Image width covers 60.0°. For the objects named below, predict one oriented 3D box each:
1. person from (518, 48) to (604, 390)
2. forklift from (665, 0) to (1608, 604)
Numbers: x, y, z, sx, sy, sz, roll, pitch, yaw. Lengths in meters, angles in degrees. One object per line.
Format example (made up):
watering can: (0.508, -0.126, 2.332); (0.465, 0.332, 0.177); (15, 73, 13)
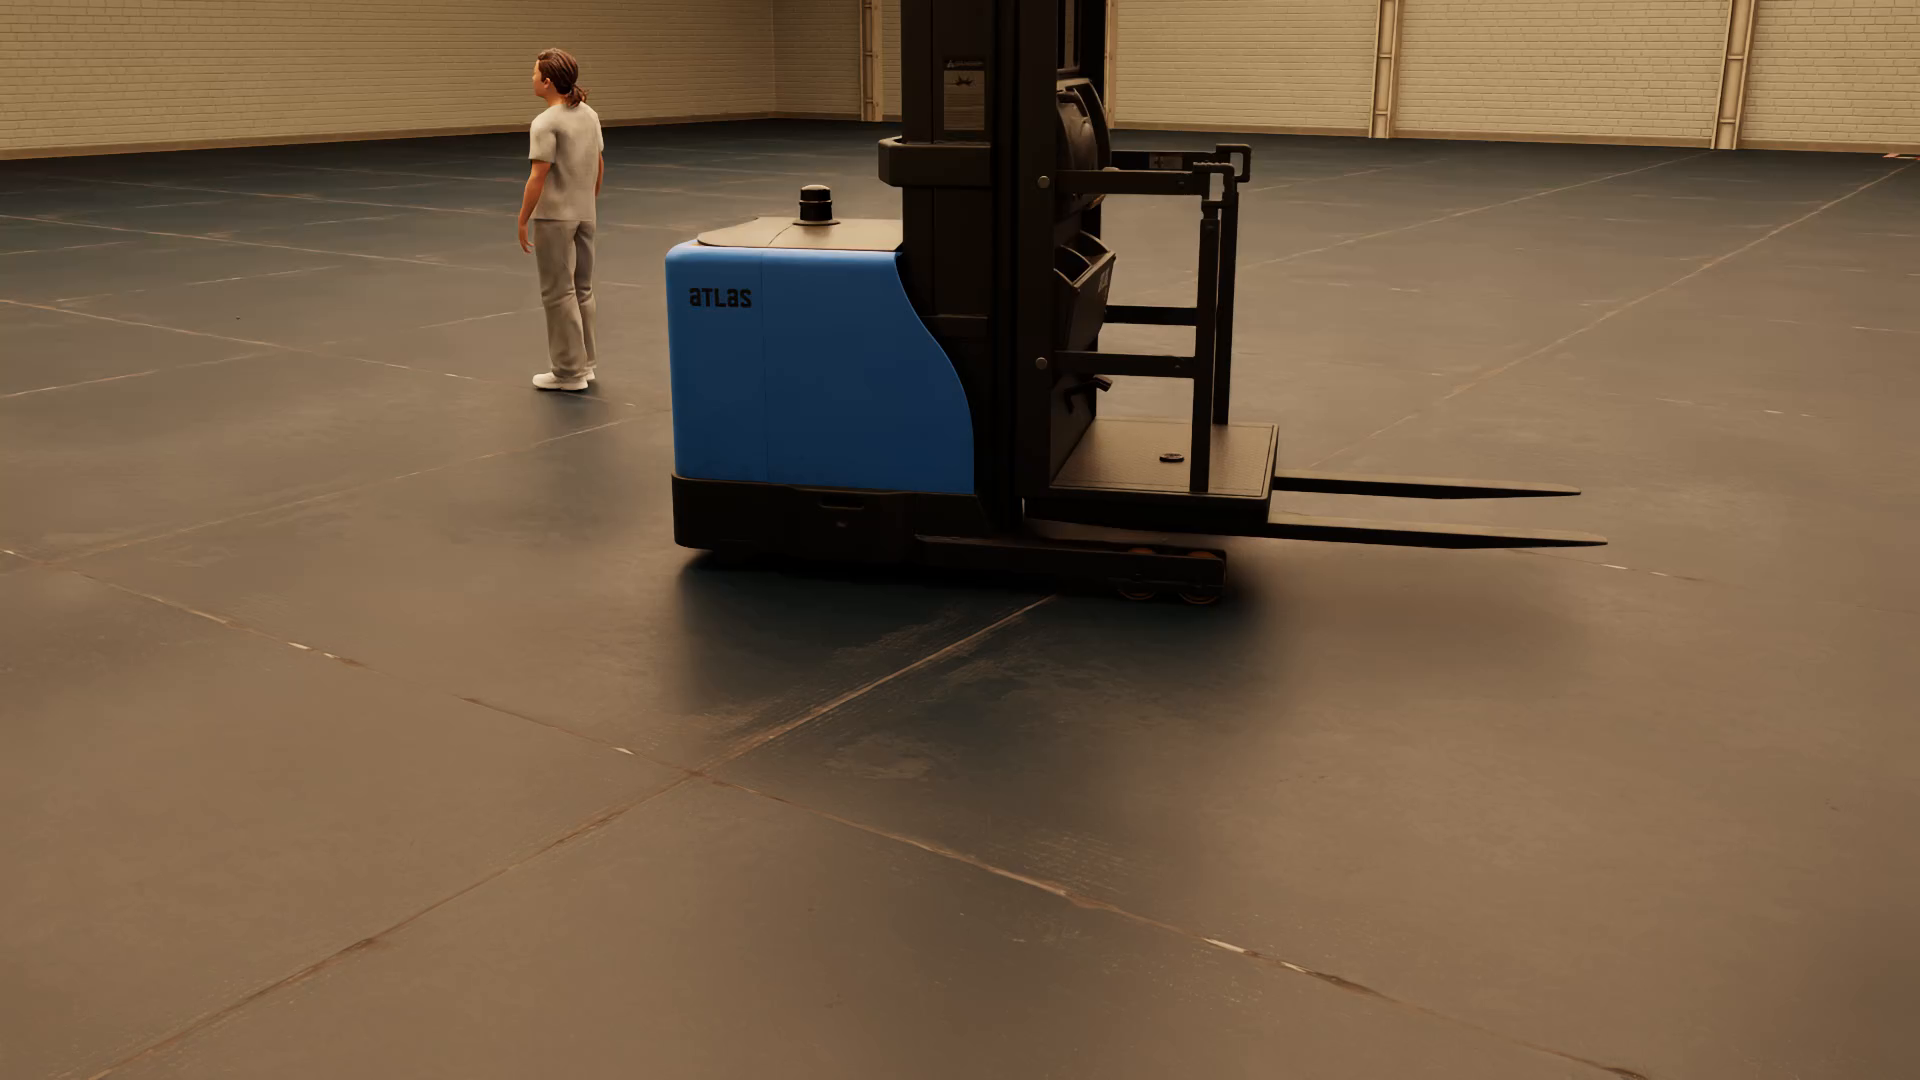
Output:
person: (-2.025, -1.584, 8.296); (0.548, 1.674, 0.549); (9, 19, 27)
forklift: (0.595, -1.367, 5.404); (3.031, 2.935, 1.130); (4, 17, 12)
